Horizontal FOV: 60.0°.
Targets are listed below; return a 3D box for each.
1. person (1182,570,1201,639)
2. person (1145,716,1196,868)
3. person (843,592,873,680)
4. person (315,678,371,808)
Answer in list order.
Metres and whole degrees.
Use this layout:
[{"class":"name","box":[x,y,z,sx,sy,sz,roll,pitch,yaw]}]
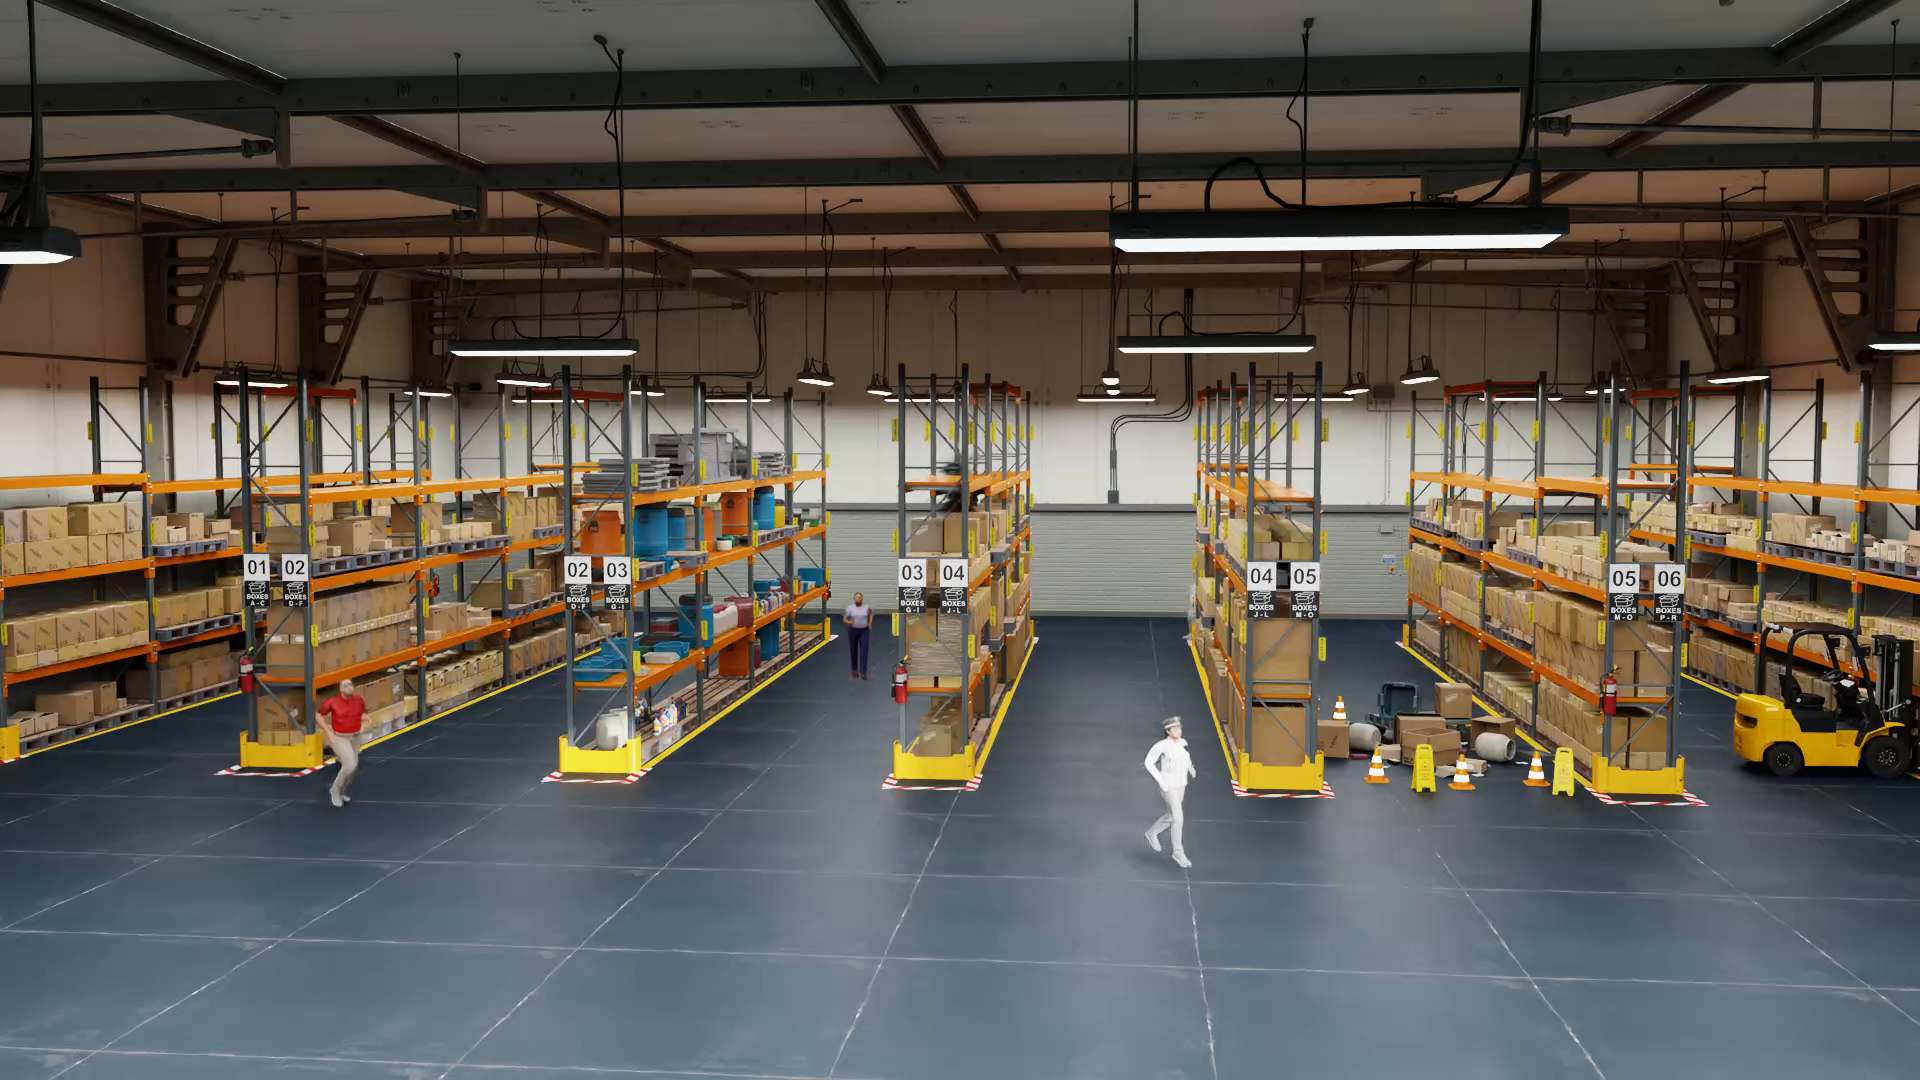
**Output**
[{"class":"person","box":[5.807,1.547,40.469,0.725,1.763,0.714,-1,4,-11]},{"class":"person","box":[2.456,2.901,19.485,0.605,1.728,0.802,-3,5,-40]},{"class":"person","box":[-1.946,1.848,31.961,0.606,1.680,0.862,-1,4,-8]},{"class":"person","box":[-8.224,2.727,22.370,0.697,1.746,0.632,2,4,33]}]
